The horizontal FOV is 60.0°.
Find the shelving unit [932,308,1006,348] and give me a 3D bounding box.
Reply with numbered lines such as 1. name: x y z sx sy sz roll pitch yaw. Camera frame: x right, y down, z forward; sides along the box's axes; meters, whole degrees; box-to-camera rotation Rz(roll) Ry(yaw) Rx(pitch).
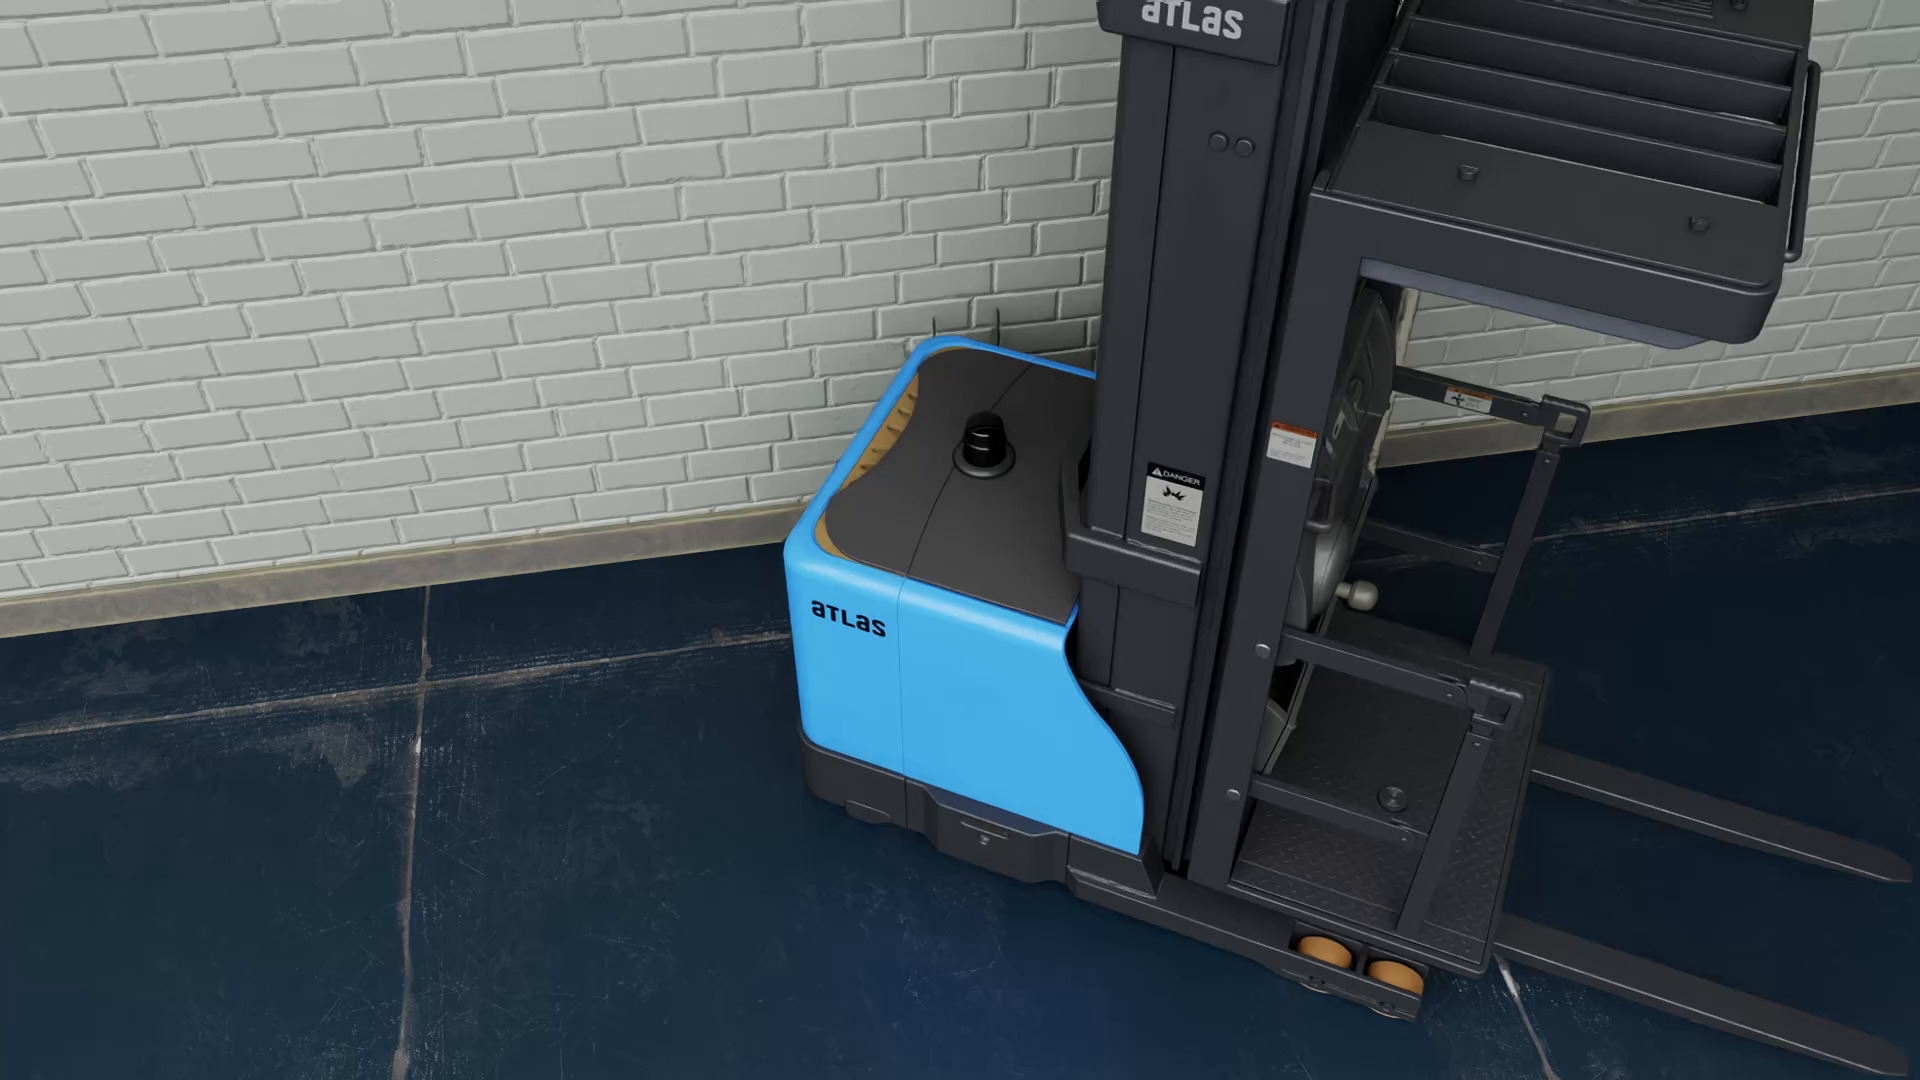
1. shelving unit: 0.051 -0.310 5.402 0.210 0.900 0.258 -9 46 -7

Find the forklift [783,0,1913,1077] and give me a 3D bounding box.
1. forklift: 1.096 -0.163 3.872 3.031 2.935 1.130 17 48 15

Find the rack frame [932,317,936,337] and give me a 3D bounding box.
1. rack frame: -0.049 -0.293 5.390 0.006 0.900 0.240 -9 46 -7

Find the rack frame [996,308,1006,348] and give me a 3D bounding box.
1. rack frame: 0.151 -0.326 5.414 0.006 0.900 0.240 -9 46 -7
